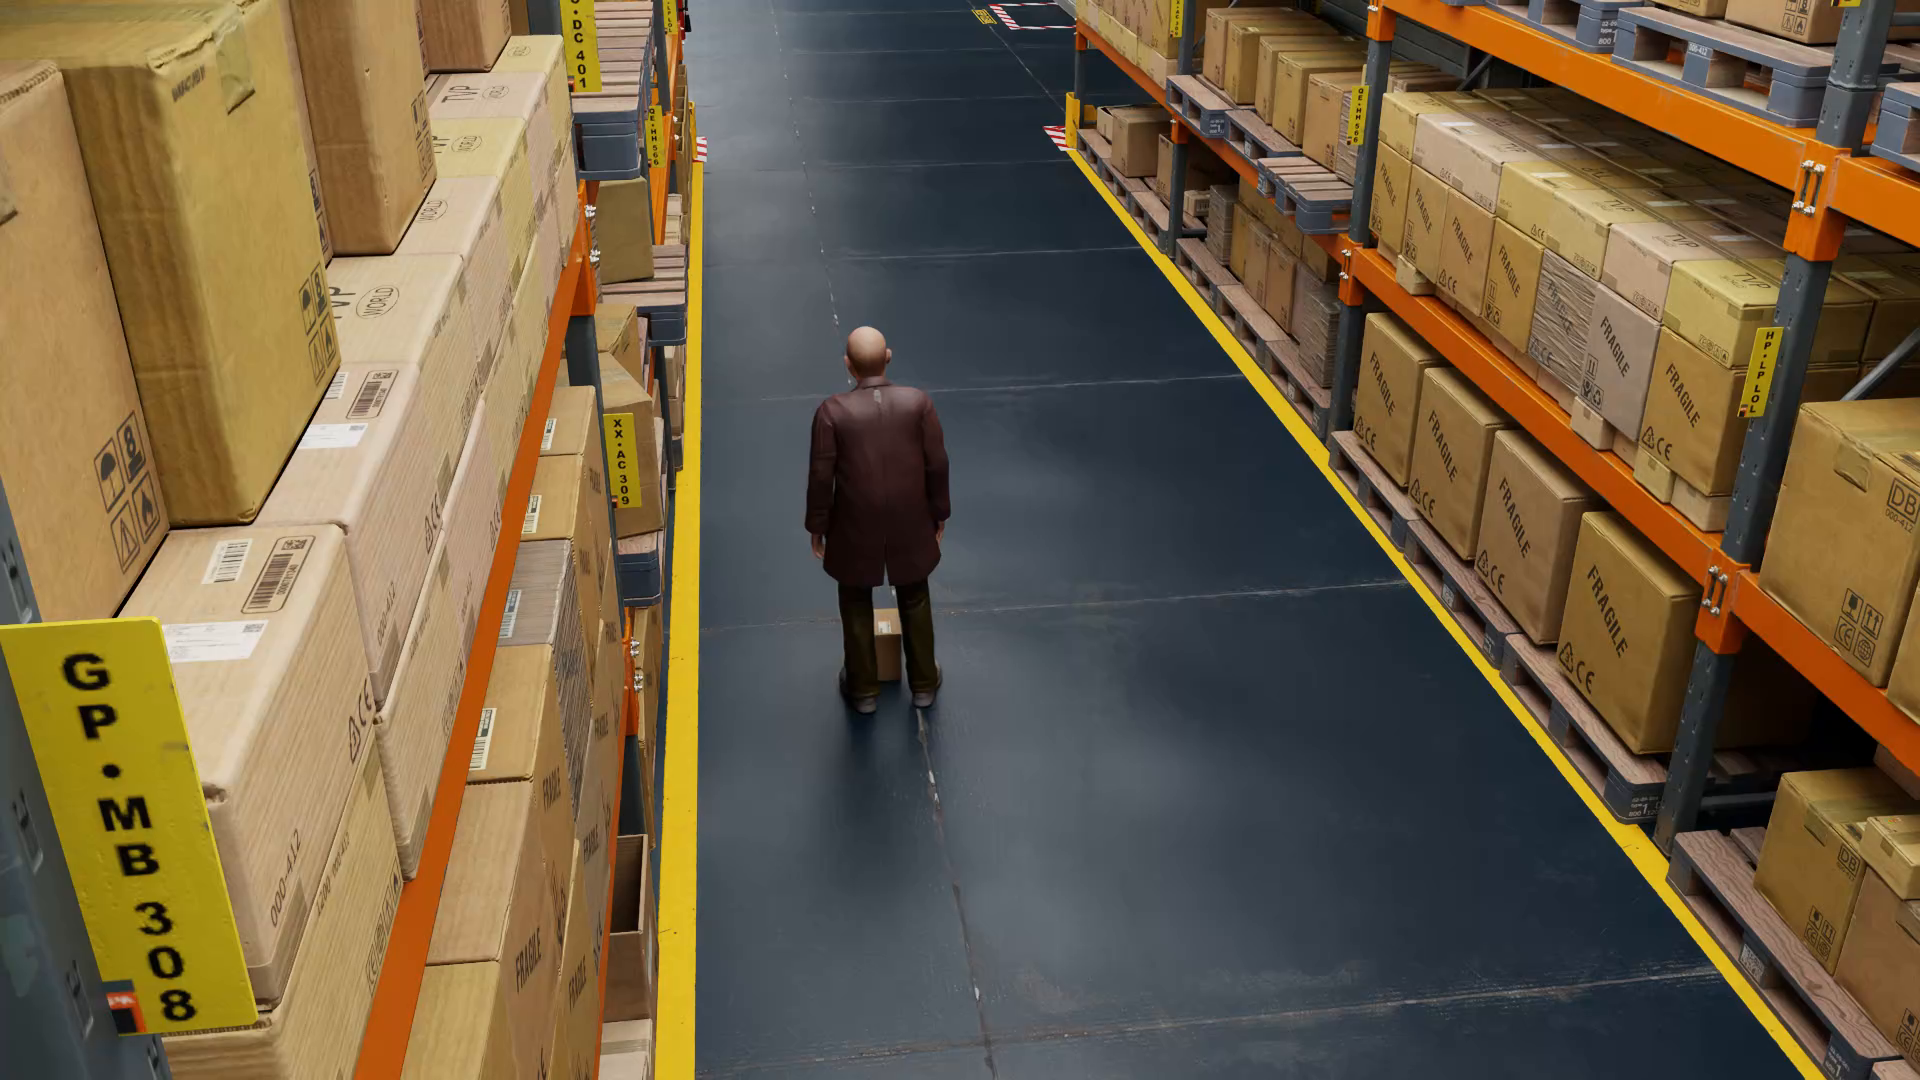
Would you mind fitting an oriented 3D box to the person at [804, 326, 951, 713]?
[{"bbox_3d":[-0.358,-0.074,7.282,0.648,1.772,0.433,-5,27,-10],"label":"person"}]
